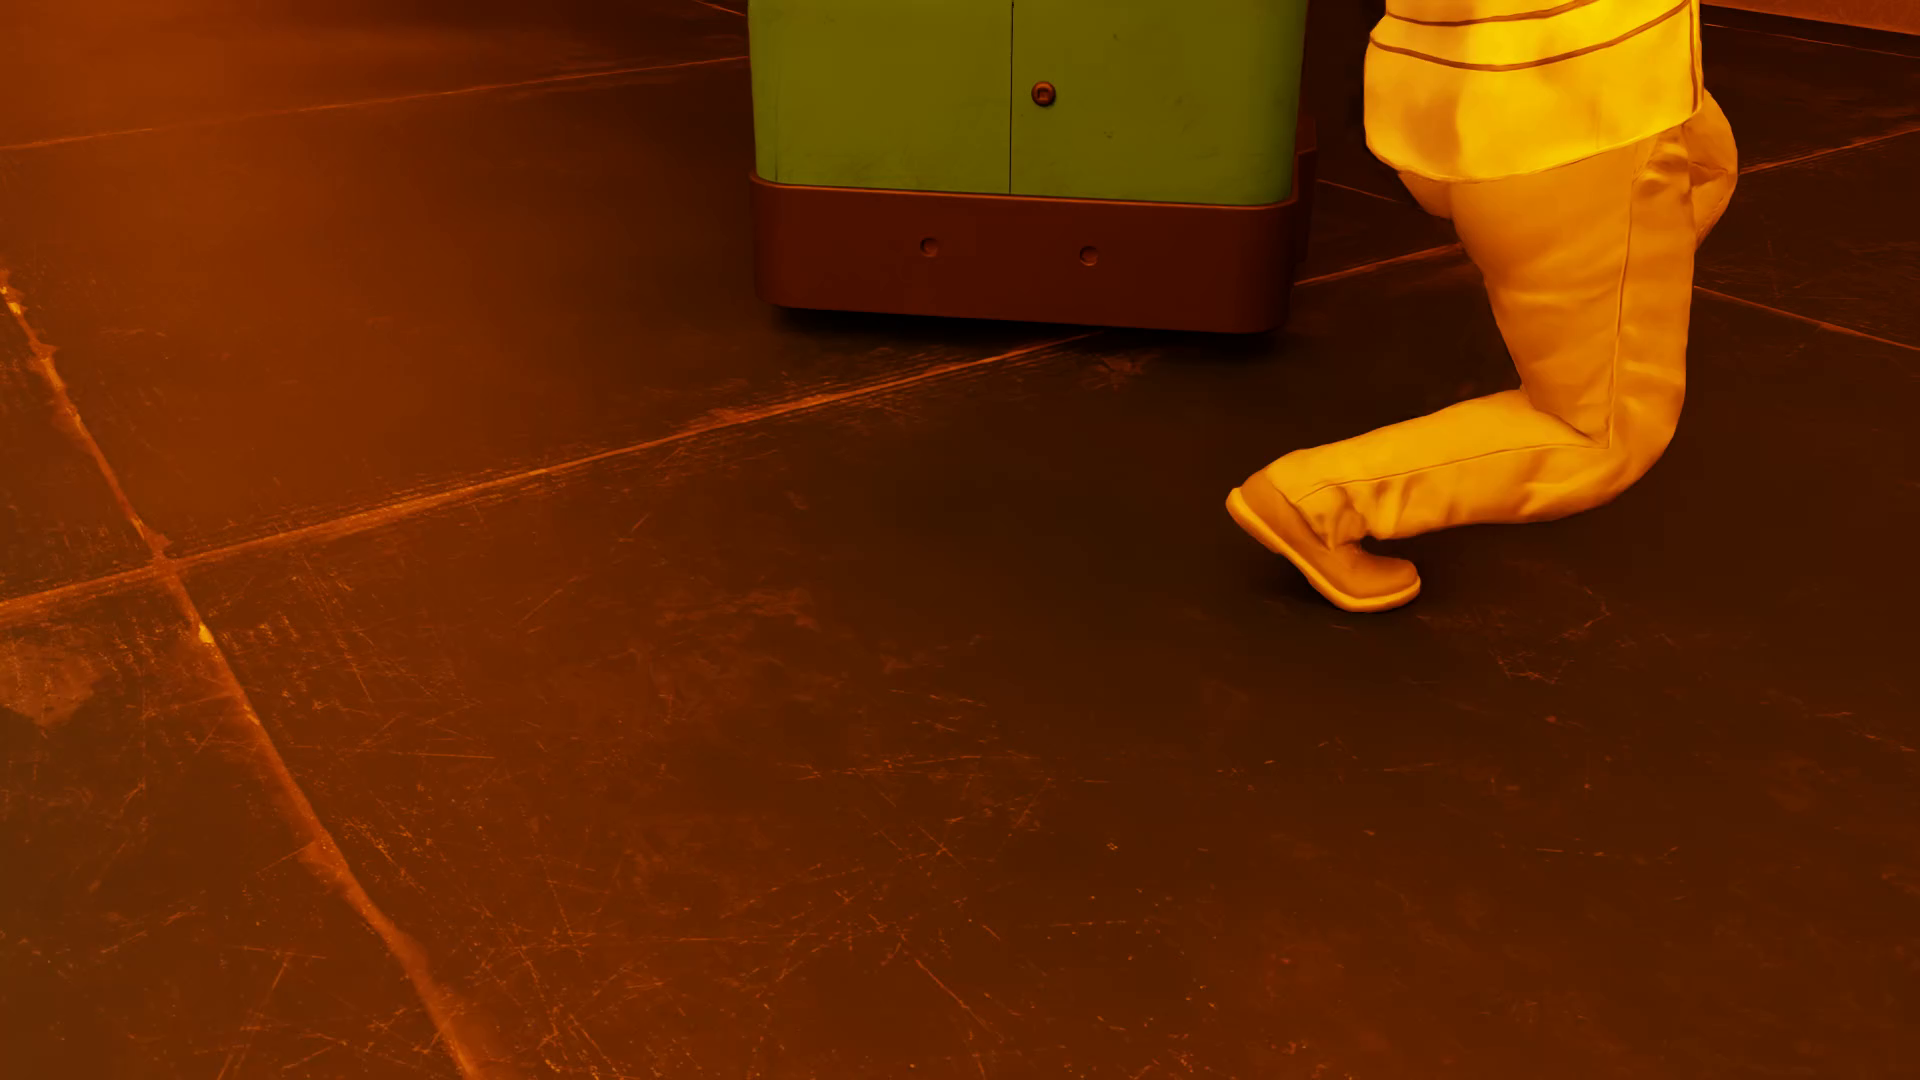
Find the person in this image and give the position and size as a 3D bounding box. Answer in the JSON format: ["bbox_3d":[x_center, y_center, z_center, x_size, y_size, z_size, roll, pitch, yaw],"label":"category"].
[{"bbox_3d":[0.705,-0.733,2.357,0.815,1.508,1.021,-7,27,-13],"label":"person"}]

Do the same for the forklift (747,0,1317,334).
[{"bbox_3d":[0.357,-2.332,3.879,1.130,2.935,3.031,5,27,9],"label":"forklift"}]
